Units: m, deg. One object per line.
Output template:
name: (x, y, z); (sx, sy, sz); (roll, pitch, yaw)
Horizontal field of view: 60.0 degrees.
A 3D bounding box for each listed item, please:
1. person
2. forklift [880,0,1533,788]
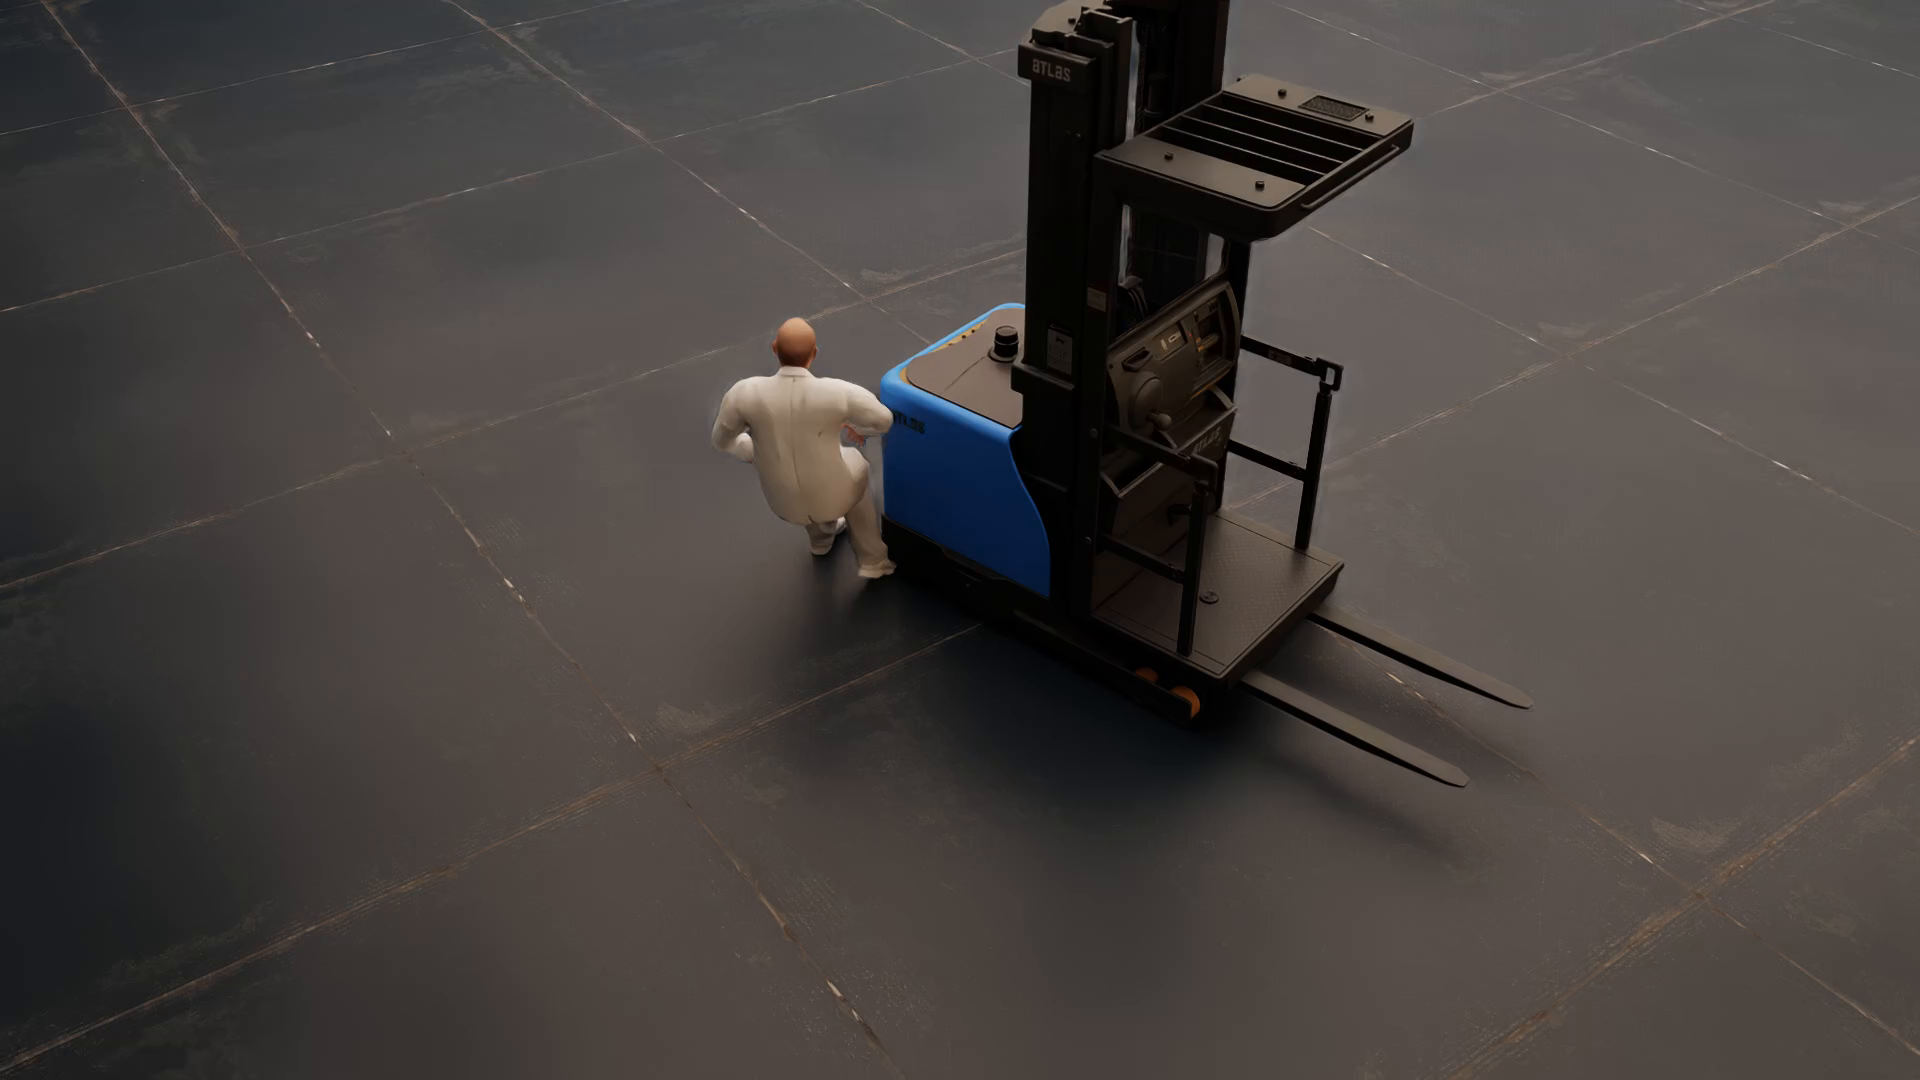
person: (-0.702, -0.428, 7.779); (0.835, 1.573, 0.923); (-1, 36, -1)
forklift: (1.073, -0.730, 6.932); (3.031, 2.935, 1.130); (26, 44, 31)
